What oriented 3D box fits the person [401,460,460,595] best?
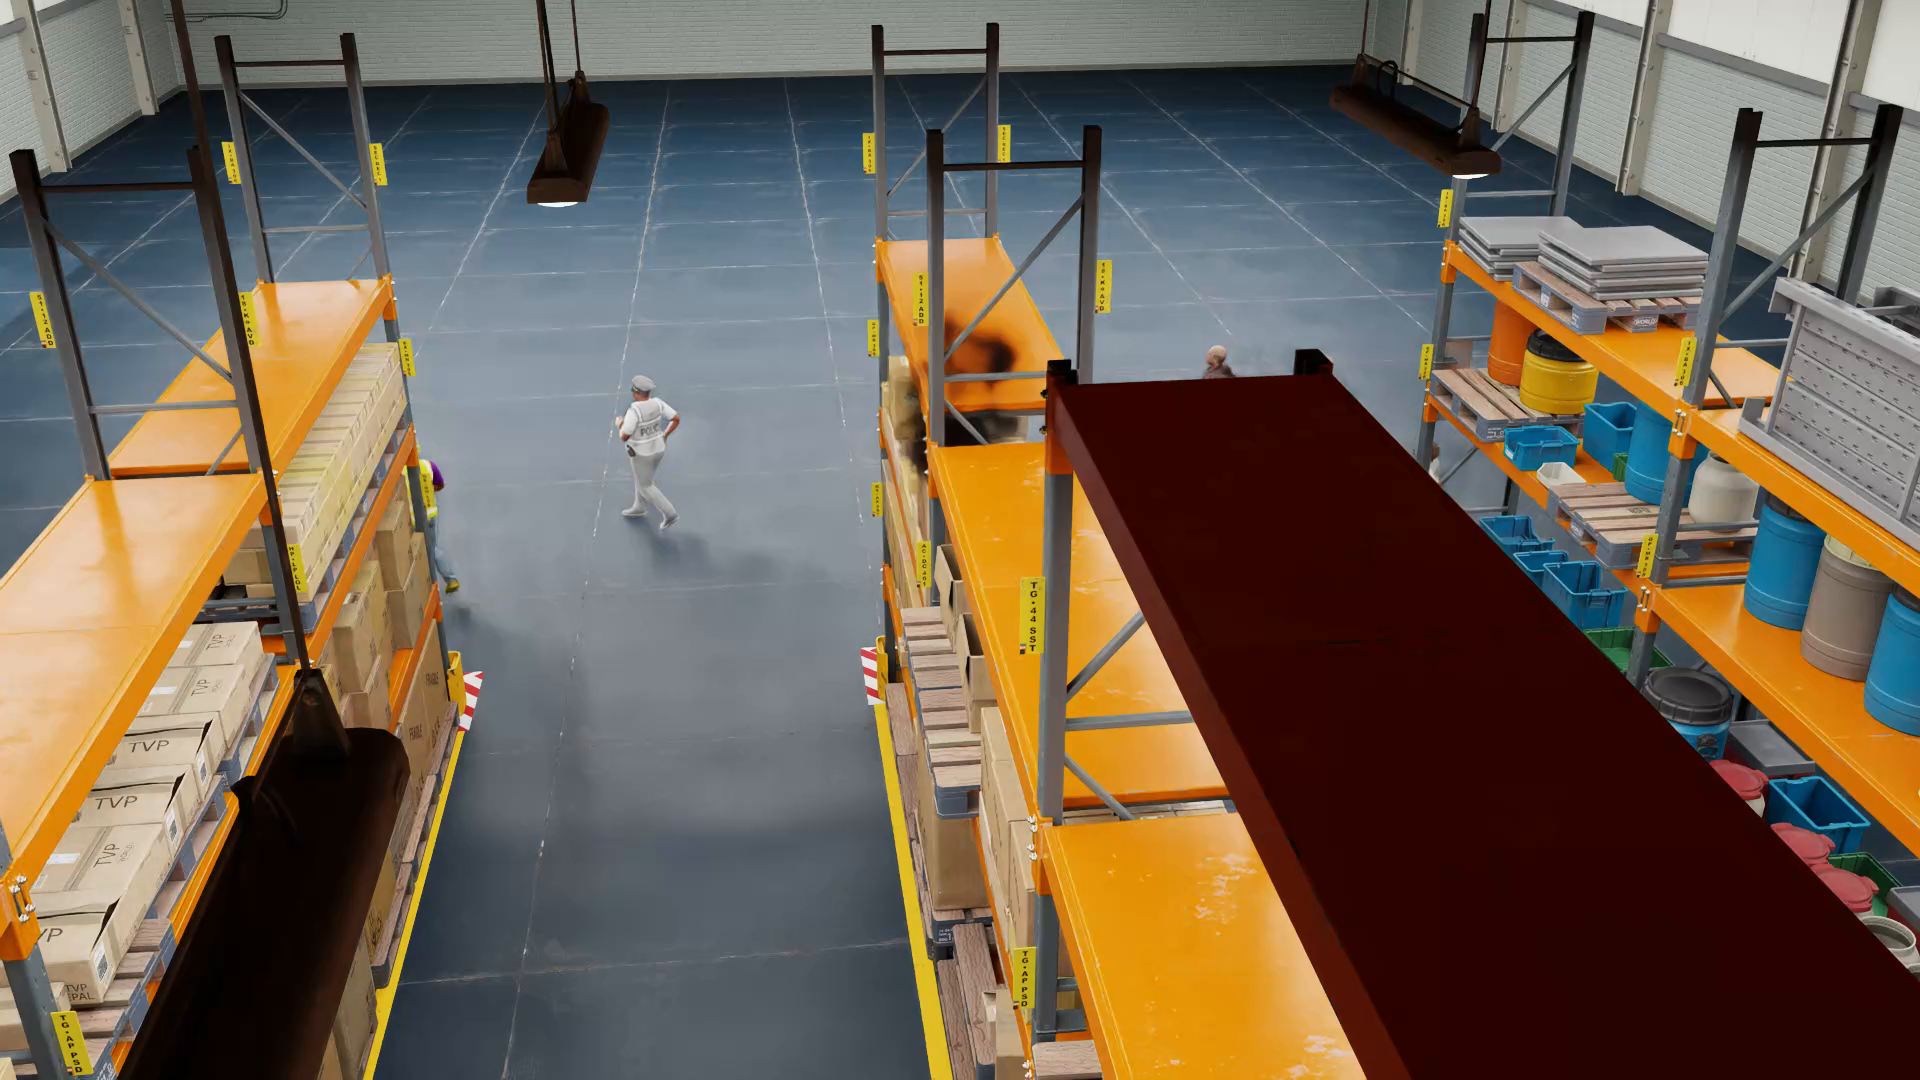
[{"bbox_3d":[-5.513,-0.208,16.886,0.866,1.781,0.724,20,32,36],"label":"person"}]

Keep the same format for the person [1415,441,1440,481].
[{"bbox_3d":[4.811,-0.270,17.242,0.711,1.633,0.592,16,30,30],"label":"person"}]

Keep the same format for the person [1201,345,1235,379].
[{"bbox_3d":[2.911,-1.469,19.577,0.627,1.738,0.702,6,26,13],"label":"person"}]

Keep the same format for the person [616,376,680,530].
[{"bbox_3d":[-3.483,-0.973,18.444,0.983,1.770,0.661,15,29,28],"label":"person"}]
